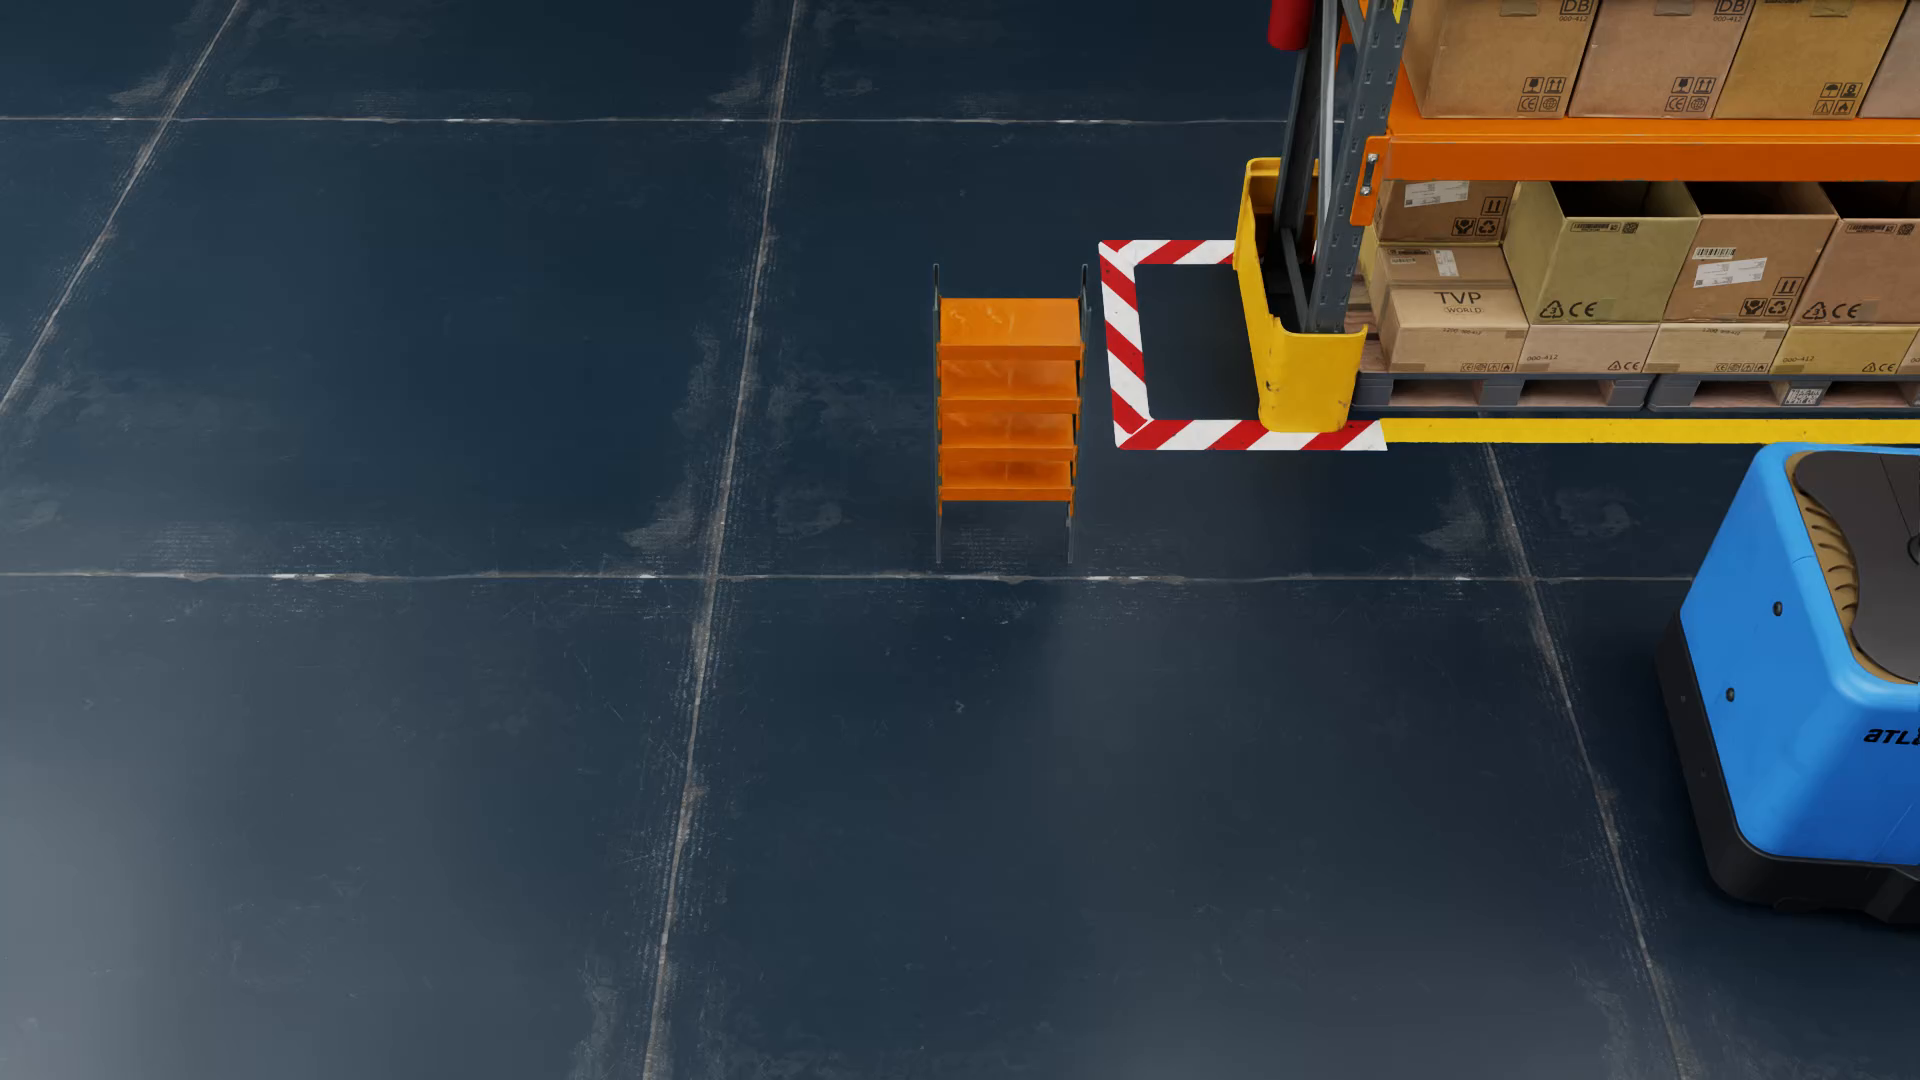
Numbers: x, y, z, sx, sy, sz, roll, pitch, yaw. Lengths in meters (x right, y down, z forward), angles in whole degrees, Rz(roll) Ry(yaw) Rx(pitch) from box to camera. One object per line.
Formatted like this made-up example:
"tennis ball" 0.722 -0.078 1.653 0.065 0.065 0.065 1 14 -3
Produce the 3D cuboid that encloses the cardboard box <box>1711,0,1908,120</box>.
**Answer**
"cardboard box" 2.896 -1.900 5.901 0.500 0.500 0.700 0 47 0

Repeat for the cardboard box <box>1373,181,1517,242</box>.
"cardboard box" 1.945 -1.559 6.731 0.500 0.500 0.500 0 47 0

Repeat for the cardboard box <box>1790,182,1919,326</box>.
"cardboard box" 3.443 -1.172 6.371 0.500 0.500 0.500 0 47 0

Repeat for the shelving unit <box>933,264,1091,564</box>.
"shelving unit" 0.166 -0.408 5.810 0.503 1.200 0.258 0 47 0

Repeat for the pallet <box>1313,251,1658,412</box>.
"pallet" 2.172 -0.959 6.998 1.213 0.211 1.003 0 47 0

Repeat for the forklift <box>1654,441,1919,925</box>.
"forklift" 3.881 -0.135 4.373 3.031 2.935 1.130 3 47 3

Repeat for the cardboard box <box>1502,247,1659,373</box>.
"cardboard box" 2.443 -0.924 6.652 0.500 0.250 0.500 0 47 0

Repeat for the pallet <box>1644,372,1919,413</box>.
"pallet" 3.389 -0.954 6.993 1.213 0.211 1.003 0 47 0

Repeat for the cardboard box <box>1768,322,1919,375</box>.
"cardboard box" 3.443 -0.917 6.646 0.500 0.250 0.500 0 47 0

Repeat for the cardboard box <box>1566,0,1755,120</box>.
"cardboard box" 2.399 -1.906 5.907 0.500 0.500 0.700 1 47 1

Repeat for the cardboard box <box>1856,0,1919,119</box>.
"cardboard box" 3.422 -1.902 5.903 0.500 0.500 0.700 1 47 1

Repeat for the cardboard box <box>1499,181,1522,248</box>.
"cardboard box" 2.445 -1.309 7.011 0.500 0.250 0.500 0 47 0

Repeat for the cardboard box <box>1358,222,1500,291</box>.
"cardboard box" 1.945 -1.302 7.004 0.500 0.250 0.500 0 47 0

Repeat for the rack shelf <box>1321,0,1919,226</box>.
"rack shelf" 3.407 -1.630 6.209 4.000 0.370 1.077 0 47 0

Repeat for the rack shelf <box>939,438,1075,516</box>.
"rack shelf" 0.166 -0.227 6.005 0.480 0.148 0.258 0 47 0

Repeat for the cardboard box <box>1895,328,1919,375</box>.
"cardboard box" 3.943 -0.916 6.645 0.500 0.250 0.500 0 47 0

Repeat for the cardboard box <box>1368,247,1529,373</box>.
"cardboard box" 1.943 -0.922 6.651 0.500 0.250 0.500 0 47 0

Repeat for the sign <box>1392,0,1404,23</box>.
"sign" 1.399 -1.796 5.227 0.005 0.325 0.100 0 47 0

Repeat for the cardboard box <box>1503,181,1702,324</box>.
"cardboard box" 2.443 -1.178 6.376 0.500 0.500 0.500 0 47 0

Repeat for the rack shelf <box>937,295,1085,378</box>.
"rack shelf" 0.166 -0.676 5.523 0.480 0.148 0.258 0 47 0

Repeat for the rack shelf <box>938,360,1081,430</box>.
"rack shelf" 0.166 -0.515 5.696 0.480 0.148 0.258 0 47 0

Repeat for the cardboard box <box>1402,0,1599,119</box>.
"cardboard box" 1.874 -1.904 5.905 0.500 0.500 0.700 0 47 0

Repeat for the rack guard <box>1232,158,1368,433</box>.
"rack guard" 1.383 -1.029 6.866 0.348 0.500 1.175 0 47 0

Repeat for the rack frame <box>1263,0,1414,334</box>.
"rack frame" 1.407 -1.880 5.951 0.127 3.000 1.000 0 47 0

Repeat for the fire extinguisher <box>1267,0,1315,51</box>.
"fire extinguisher" 1.291 -2.194 6.296 0.183 0.674 0.296 0 47 0

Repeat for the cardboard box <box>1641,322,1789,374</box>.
"cardboard box" 2.943 -0.922 6.651 0.500 0.250 0.500 0 47 0

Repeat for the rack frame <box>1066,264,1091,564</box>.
"rack frame" 0.410 -0.408 5.810 0.015 1.200 0.240 0 47 0

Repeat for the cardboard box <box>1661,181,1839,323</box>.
"cardboard box" 2.943 -1.186 6.384 0.500 0.500 0.500 0 47 0

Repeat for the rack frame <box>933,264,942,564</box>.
"rack frame" -0.078 -0.409 5.811 0.015 1.200 0.240 0 47 0

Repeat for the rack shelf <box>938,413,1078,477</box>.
"rack shelf" 0.166 -0.362 5.860 0.480 0.148 0.258 0 47 0
